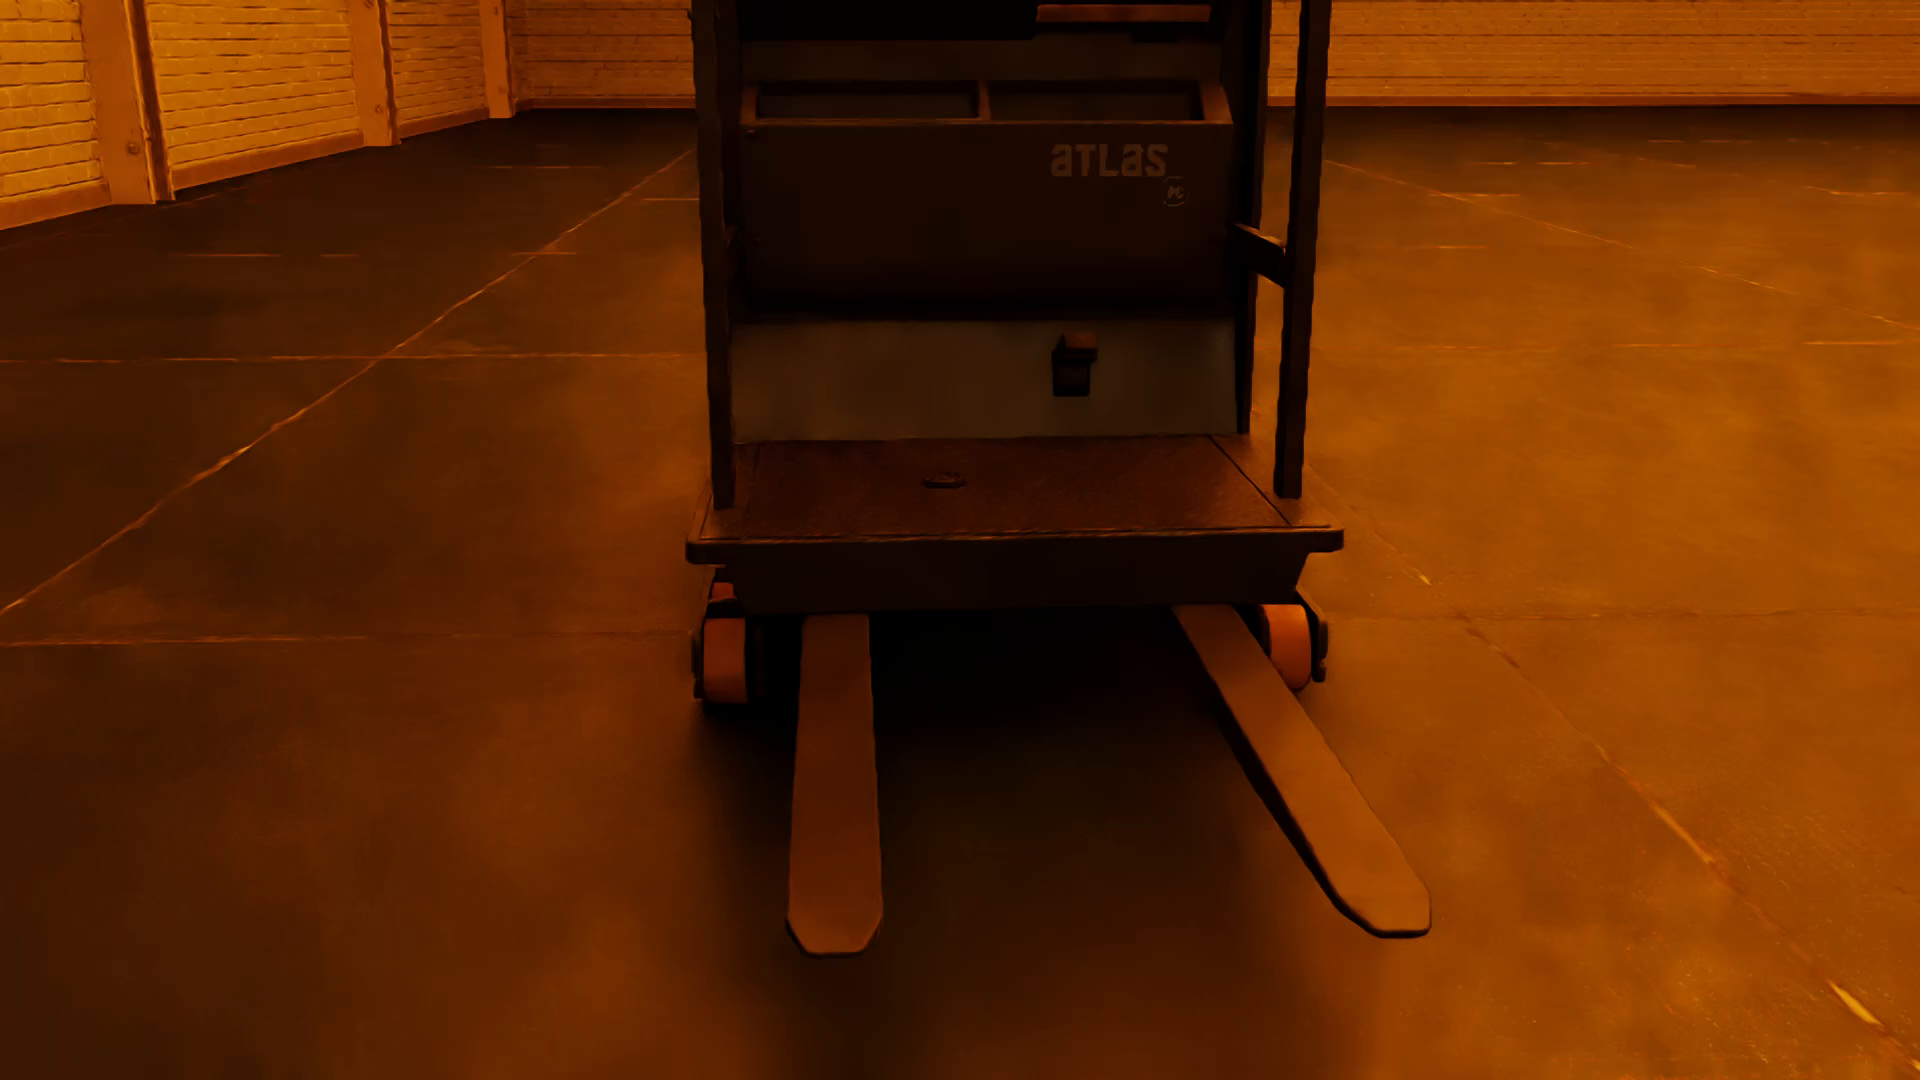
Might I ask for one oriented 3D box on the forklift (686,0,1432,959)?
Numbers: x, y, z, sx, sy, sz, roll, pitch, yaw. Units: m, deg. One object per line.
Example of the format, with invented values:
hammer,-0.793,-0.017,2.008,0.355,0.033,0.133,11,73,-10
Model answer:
forklift,0.066,-1.203,2.842,1.130,2.935,3.031,-1,17,-4
